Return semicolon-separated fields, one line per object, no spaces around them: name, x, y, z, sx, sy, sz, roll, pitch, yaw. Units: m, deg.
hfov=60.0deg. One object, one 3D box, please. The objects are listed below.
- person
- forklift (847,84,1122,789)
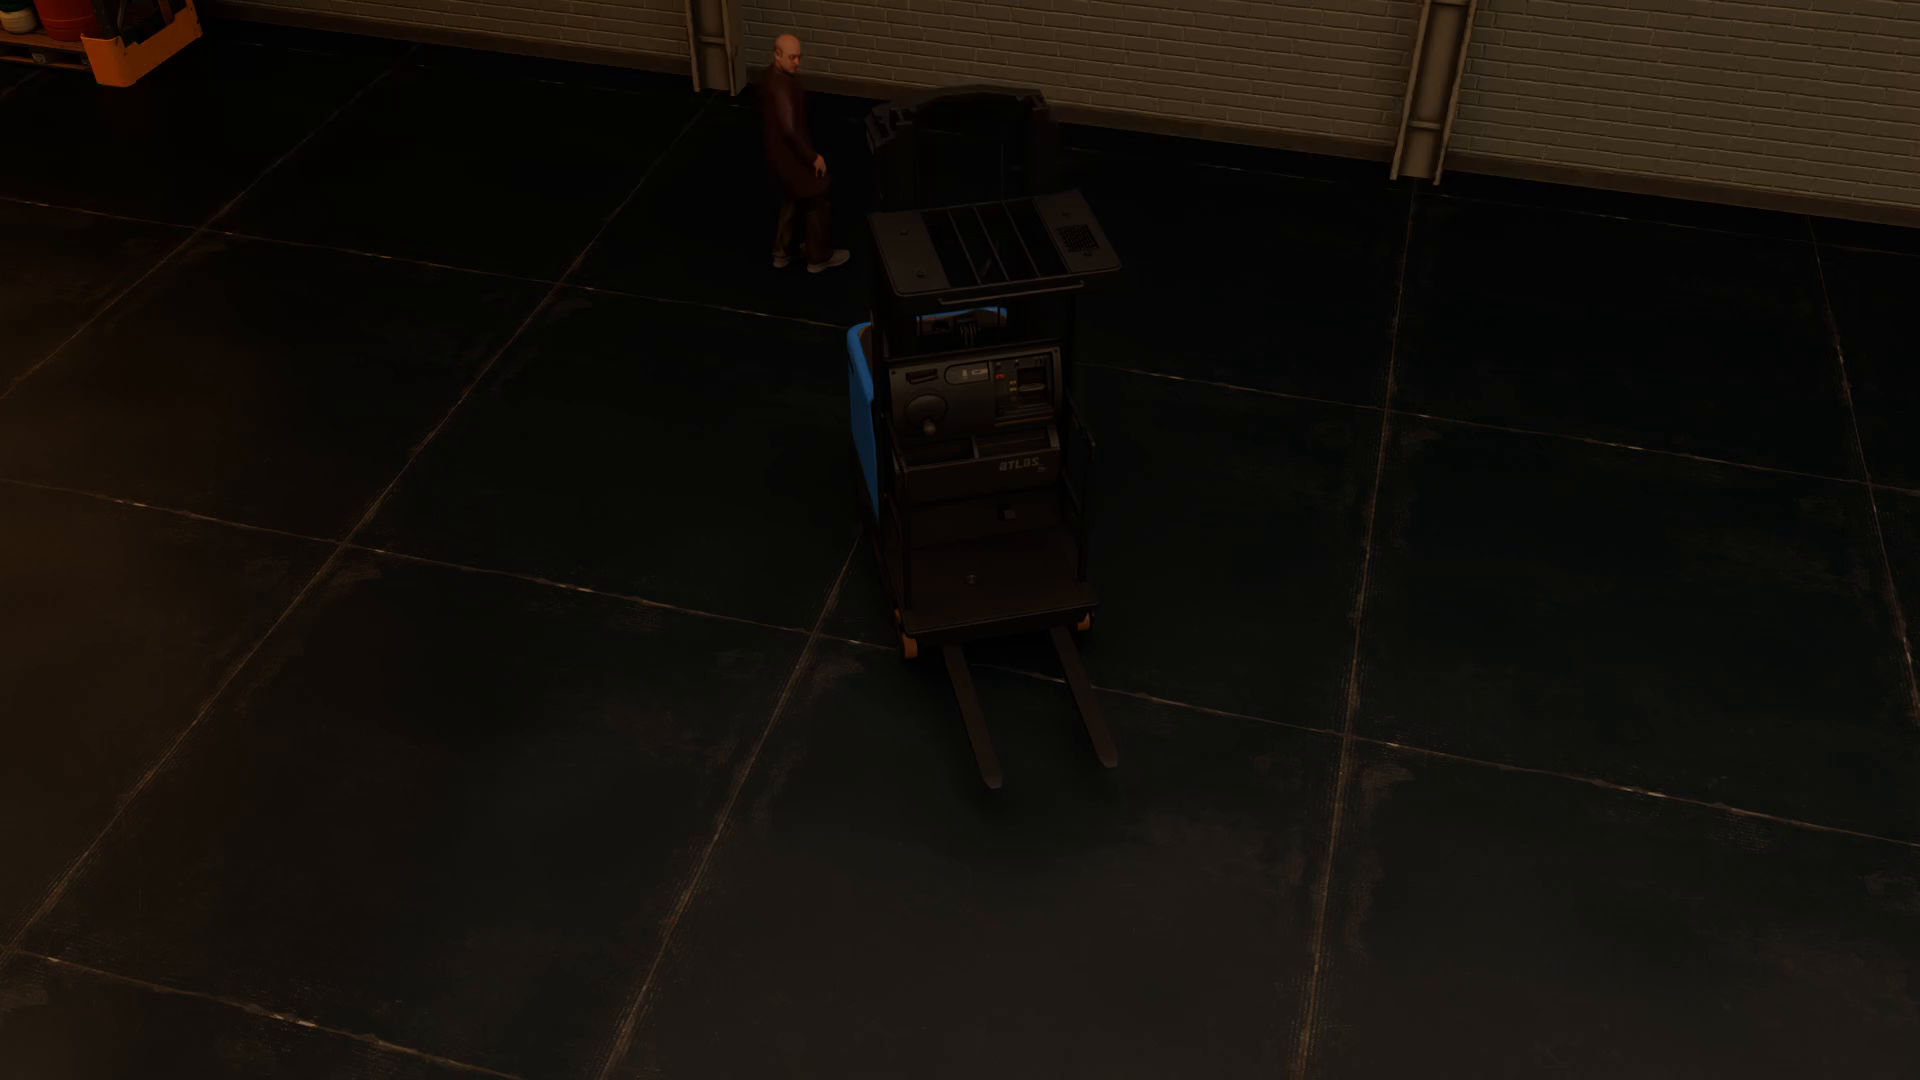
person;-1.146;-2.777;11.927;0.556;1.754;0.796;-21;46;-23
forklift;0.137;-0.710;8.671;1.130;2.935;3.031;-9;42;-10
